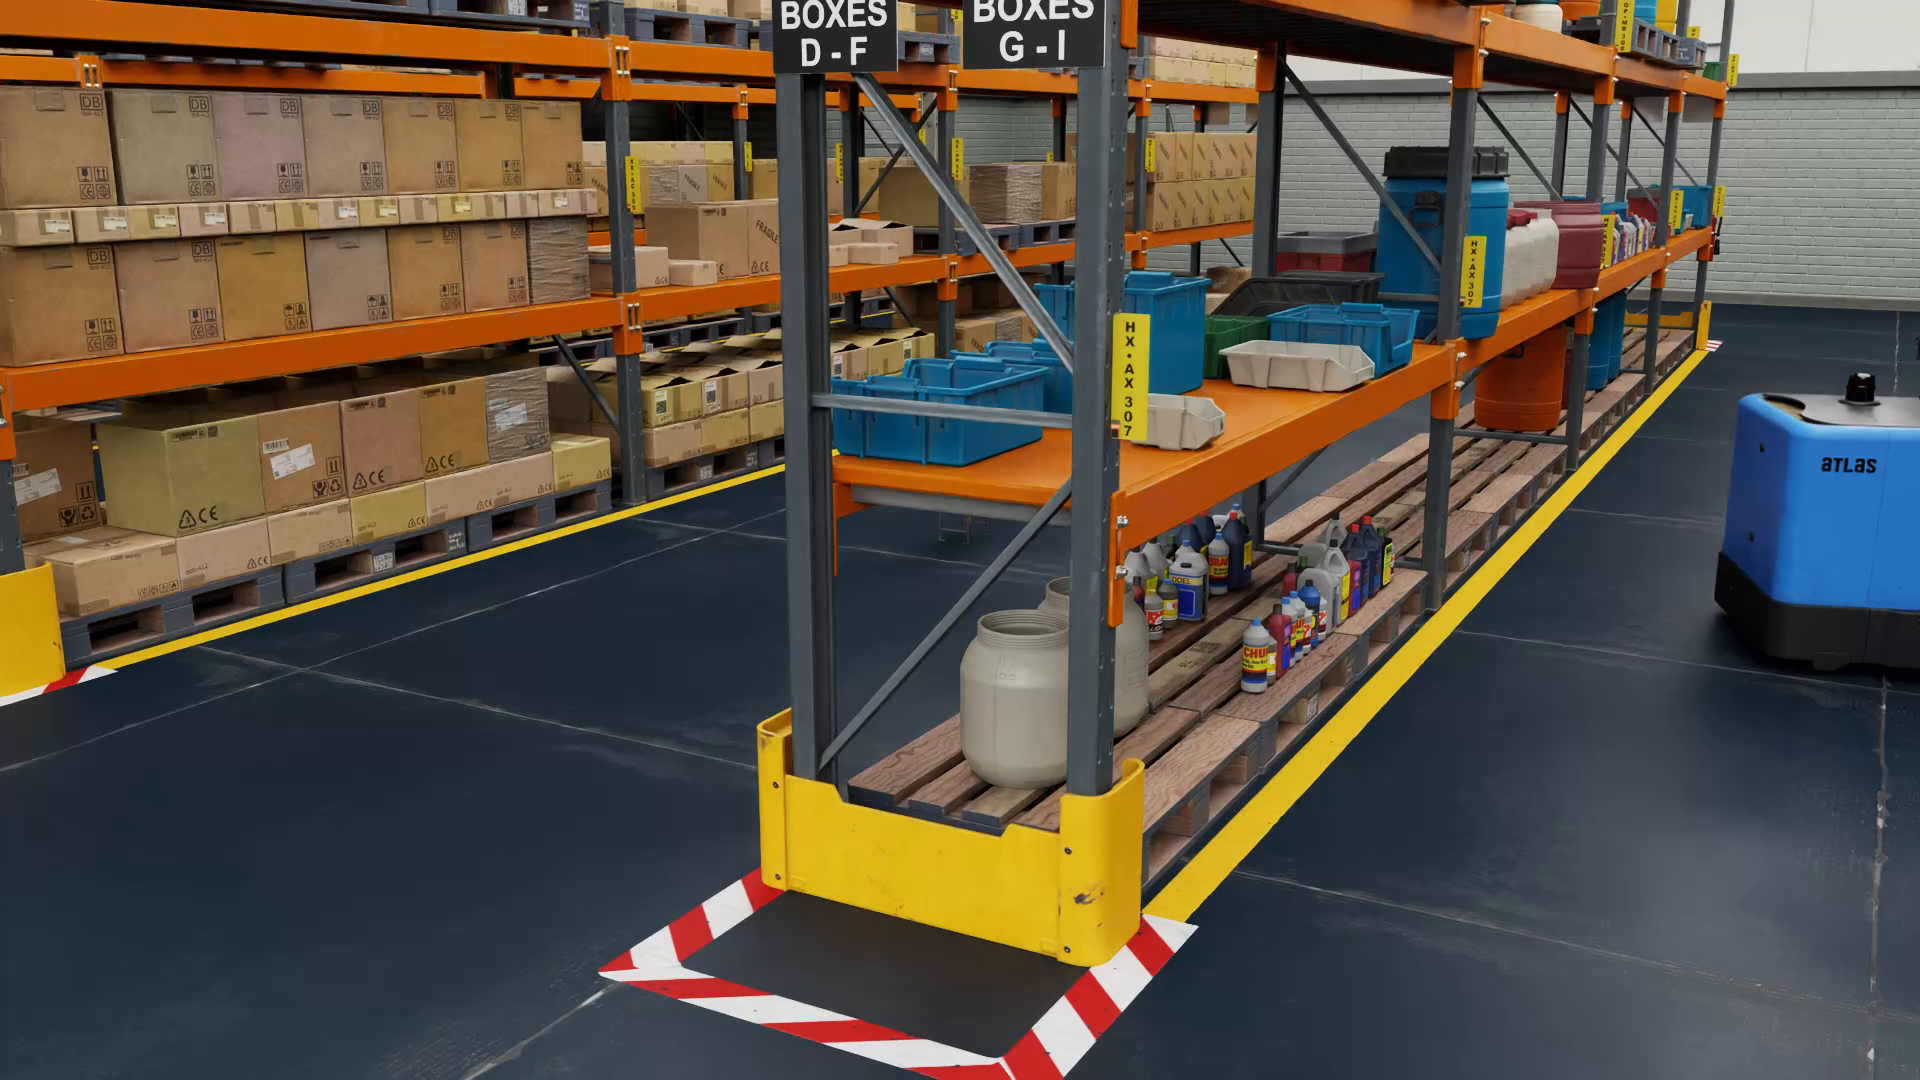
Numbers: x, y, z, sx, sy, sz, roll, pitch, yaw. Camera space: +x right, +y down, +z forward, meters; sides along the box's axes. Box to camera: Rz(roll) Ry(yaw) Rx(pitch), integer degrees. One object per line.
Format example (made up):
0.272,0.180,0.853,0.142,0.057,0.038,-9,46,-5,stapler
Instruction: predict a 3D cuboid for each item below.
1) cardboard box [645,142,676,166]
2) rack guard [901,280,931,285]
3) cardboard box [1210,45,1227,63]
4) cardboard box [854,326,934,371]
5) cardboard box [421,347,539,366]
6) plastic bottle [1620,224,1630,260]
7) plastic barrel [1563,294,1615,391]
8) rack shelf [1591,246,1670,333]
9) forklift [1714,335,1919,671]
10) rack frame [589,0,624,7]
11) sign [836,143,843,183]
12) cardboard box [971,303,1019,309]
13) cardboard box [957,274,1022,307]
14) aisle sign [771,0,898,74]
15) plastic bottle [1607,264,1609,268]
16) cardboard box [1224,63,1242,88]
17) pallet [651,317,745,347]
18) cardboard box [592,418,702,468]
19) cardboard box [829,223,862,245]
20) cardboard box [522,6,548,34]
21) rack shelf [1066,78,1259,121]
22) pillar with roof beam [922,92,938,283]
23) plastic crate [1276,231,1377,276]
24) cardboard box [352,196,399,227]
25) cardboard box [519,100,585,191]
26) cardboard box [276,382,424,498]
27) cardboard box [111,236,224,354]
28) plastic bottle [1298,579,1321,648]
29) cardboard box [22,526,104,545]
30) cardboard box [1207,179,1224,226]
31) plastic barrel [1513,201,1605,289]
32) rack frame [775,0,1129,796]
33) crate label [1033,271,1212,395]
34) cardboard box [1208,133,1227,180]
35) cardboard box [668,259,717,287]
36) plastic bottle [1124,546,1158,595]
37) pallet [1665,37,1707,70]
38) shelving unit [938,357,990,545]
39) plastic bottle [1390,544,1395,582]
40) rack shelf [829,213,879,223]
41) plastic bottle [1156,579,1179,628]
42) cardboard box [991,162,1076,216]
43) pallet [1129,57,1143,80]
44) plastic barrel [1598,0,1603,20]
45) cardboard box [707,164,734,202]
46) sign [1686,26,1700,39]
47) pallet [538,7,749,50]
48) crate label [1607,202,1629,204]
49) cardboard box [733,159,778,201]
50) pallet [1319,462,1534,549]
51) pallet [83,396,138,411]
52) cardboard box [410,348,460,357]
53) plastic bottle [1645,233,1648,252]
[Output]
-3.416,-4.167,17.926,0.500,0.250,0.500,8,16,29,cardboard box
-0.967,-3.543,23.162,1.175,0.500,0.348,7,15,28,rack guard
2.612,-5.379,18.296,0.500,0.250,0.500,7,15,28,cardboard box
-0.546,-1.556,13.362,0.500,0.311,0.500,8,16,30,cardboard box
-2.940,-0.903,10.250,0.500,0.500,0.500,7,15,28,cardboard box
5.255,-2.379,13.264,0.152,0.276,0.135,7,15,28,plastic bottle
5.140,-1.739,13.928,0.600,0.901,0.708,7,15,28,plastic barrel
4.793,-2.050,13.171,1.077,0.370,4.000,7,15,28,rack shelf
5.046,-0.901,7.016,3.031,2.935,1.130,3,14,11,forklift
-2.442,-4.647,9.609,1.000,3.000,0.127,7,15,28,rack frame
-0.988,-3.135,13.836,0.100,0.325,0.005,7,15,28,sign
0.237,-1.983,15.753,0.500,0.500,0.500,7,15,26,cardboard box
0.253,-2.355,15.698,0.500,0.250,0.500,7,15,27,cardboard box
-0.336,-1.631,4.350,0.394,0.787,0.004,7,15,28,aisle sign
4.798,-2.169,12.406,0.097,0.271,0.097,0,14,0,plastic bottle
2.860,-5.237,18.777,0.500,0.250,0.500,7,15,28,cardboard box
-3.219,-2.410,19.080,1.003,0.211,1.213,7,15,28,pallet
-2.030,-0.653,10.812,0.500,0.250,0.500,7,15,27,cardboard box
-1.110,-2.346,13.056,0.500,0.311,0.500,7,15,27,cardboard box
-4.452,-5.053,16.541,0.700,0.500,0.500,6,15,25,cardboard box
2.393,-4.891,18.555,1.077,0.370,4.000,7,15,28,rack shelf
3.338,-7.834,22.827,9.100,9.000,0.400,7,15,28,pillar with roof beam
1.859,-1.334,8.529,0.402,0.464,0.583,7,15,28,plastic crate
-3.126,-1.699,8.585,0.380,0.149,0.250,8,16,30,cardboard box
-2.651,-2.318,9.768,0.700,0.500,0.500,7,15,28,cardboard box
-3.194,-0.534,8.720,0.500,0.500,0.500,7,15,28,cardboard box
-3.889,-1.161,7.737,0.700,0.500,0.500,8,16,29,cardboard box
1.420,0.295,6.791,0.097,0.271,0.097,0,14,0,plastic bottle
-4.375,0.079,7.776,0.500,0.250,0.500,7,15,28,cardboard box
2.644,-3.807,18.709,0.500,0.500,0.500,7,15,27,cardboard box
3.867,-1.926,10.832,0.600,0.536,0.708,7,15,28,plastic barrel
-0.041,-0.348,4.577,1.000,3.000,0.127,7,15,28,rack frame
0.612,-0.773,6.266,0.502,0.435,0.616,7,15,28,crate label
2.647,-4.289,18.576,0.500,0.500,0.500,8,16,30,cardboard box
-1.834,-1.767,10.999,0.380,0.149,0.250,7,15,28,cardboard box
0.753,0.188,7.067,0.144,0.351,0.185,8,16,30,plastic bottle
5.467,-4.004,13.746,1.213,0.211,1.003,7,15,28,pallet
0.026,-0.521,9.456,0.215,1.050,0.252,7,15,28,shelving unit
1.990,0.088,7.802,0.097,0.201,0.097,0,14,0,plastic bottle
-1.946,-3.993,21.231,1.077,0.370,4.000,7,15,28,rack shelf
0.879,0.265,7.065,0.097,0.201,0.097,0,14,0,plastic bottle
0.724,-3.405,16.146,0.700,0.500,0.500,10,17,37,cardboard box
1.049,-4.613,16.268,1.213,0.211,1.003,7,15,28,pallet
4.540,-3.768,11.796,0.294,0.245,0.294,0,14,0,plastic barrel
-2.915,-4.012,18.885,0.500,0.500,0.500,7,15,27,cardboard box
6.241,-4.210,14.176,0.100,0.325,0.005,7,15,28,sign
-2.027,-3.278,10.739,0.805,0.209,1.217,7,15,26,pallet
7.286,-3.565,18.150,0.416,0.233,0.303,7,15,28,crate label
-2.636,-4.188,19.864,0.980,0.700,0.700,8,16,29,cardboard box
2.827,-0.230,10.036,1.003,0.211,1.213,7,15,28,pallet
-6.405,-1.095,13.627,1.003,0.211,1.213,7,15,28,pallet
-5.149,-1.957,15.645,0.700,0.500,0.500,8,16,29,cardboard box
5.820,-2.569,14.213,0.097,0.201,0.097,0,14,0,plastic bottle
